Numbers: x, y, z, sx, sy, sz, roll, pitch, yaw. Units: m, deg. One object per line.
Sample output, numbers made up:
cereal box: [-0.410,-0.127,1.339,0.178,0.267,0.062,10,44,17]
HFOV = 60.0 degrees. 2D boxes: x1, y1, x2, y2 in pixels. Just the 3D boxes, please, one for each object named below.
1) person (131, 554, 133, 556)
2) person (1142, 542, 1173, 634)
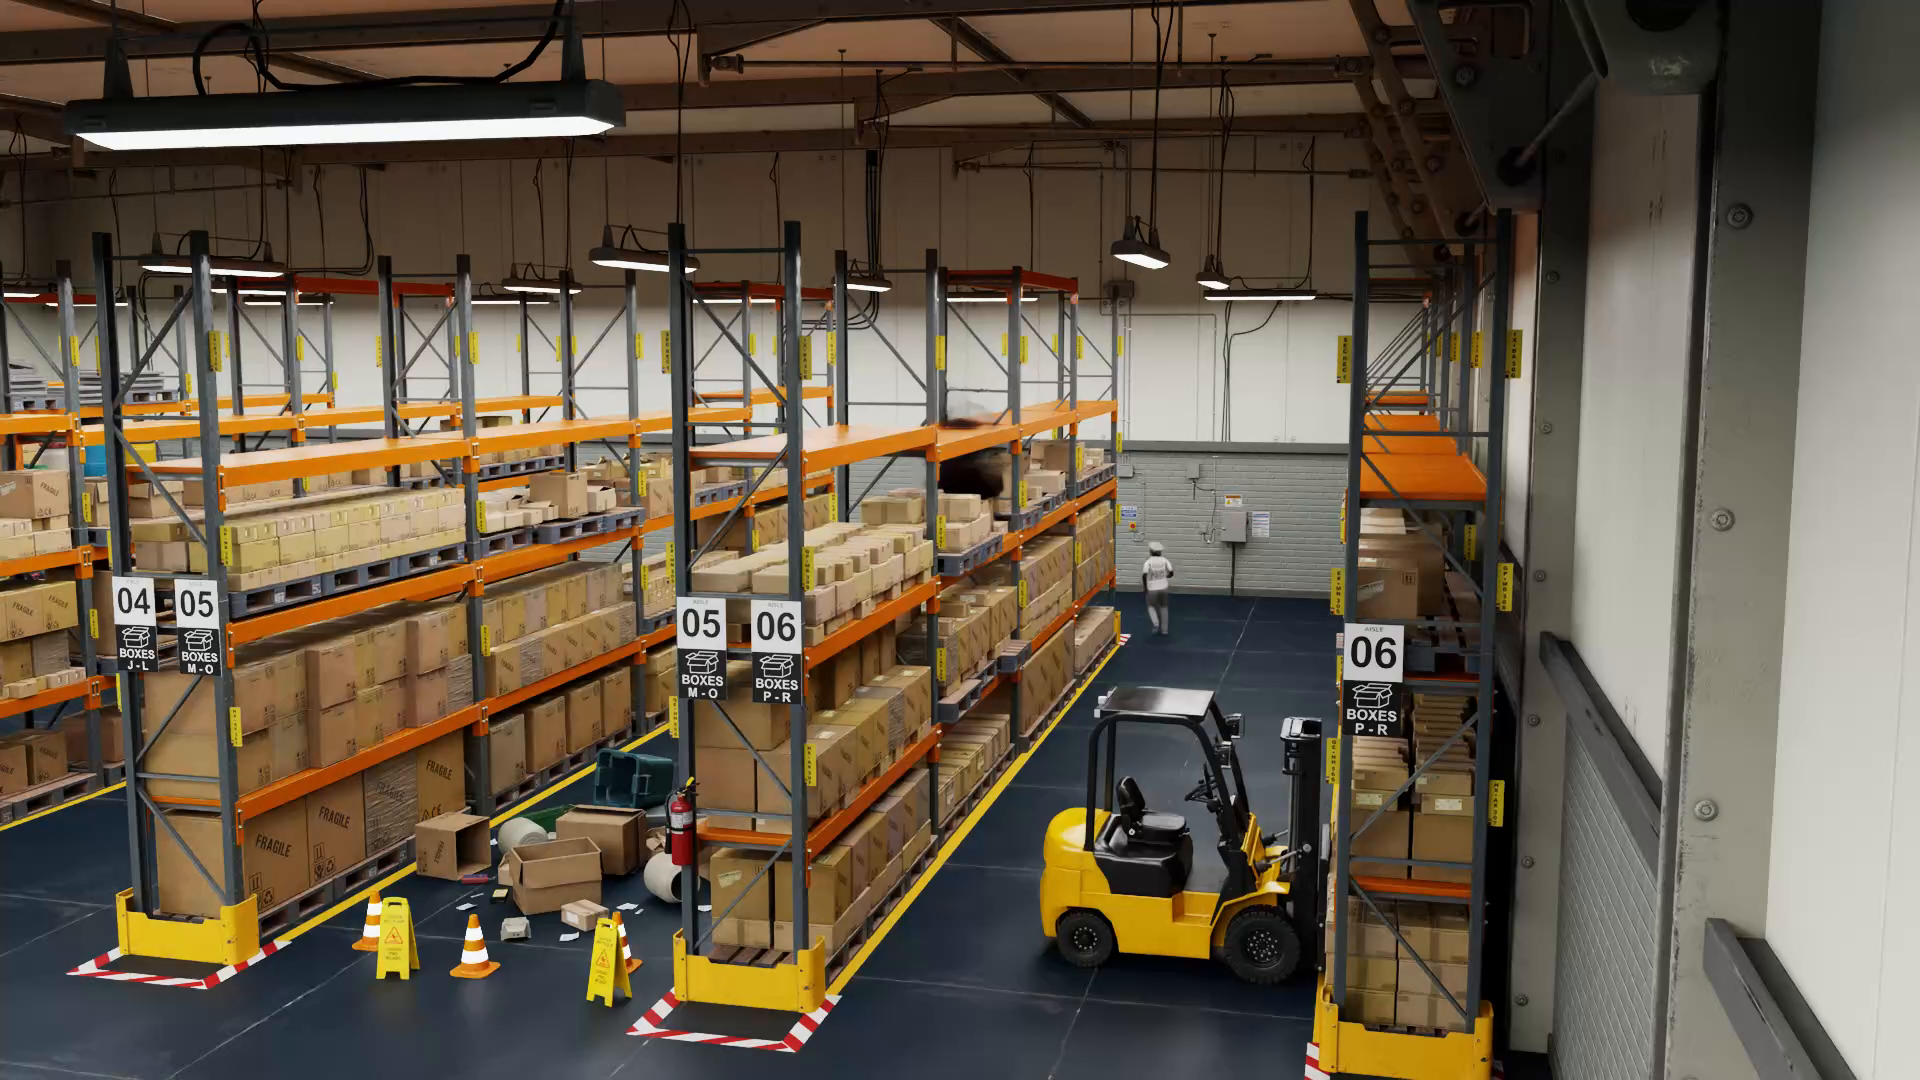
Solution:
person: [-15.603,0.555,30.998,0.626,1.734,0.687,1,7,9]
person: [3.407,0.836,28.950,0.596,1.641,0.516,-1,7,-6]
